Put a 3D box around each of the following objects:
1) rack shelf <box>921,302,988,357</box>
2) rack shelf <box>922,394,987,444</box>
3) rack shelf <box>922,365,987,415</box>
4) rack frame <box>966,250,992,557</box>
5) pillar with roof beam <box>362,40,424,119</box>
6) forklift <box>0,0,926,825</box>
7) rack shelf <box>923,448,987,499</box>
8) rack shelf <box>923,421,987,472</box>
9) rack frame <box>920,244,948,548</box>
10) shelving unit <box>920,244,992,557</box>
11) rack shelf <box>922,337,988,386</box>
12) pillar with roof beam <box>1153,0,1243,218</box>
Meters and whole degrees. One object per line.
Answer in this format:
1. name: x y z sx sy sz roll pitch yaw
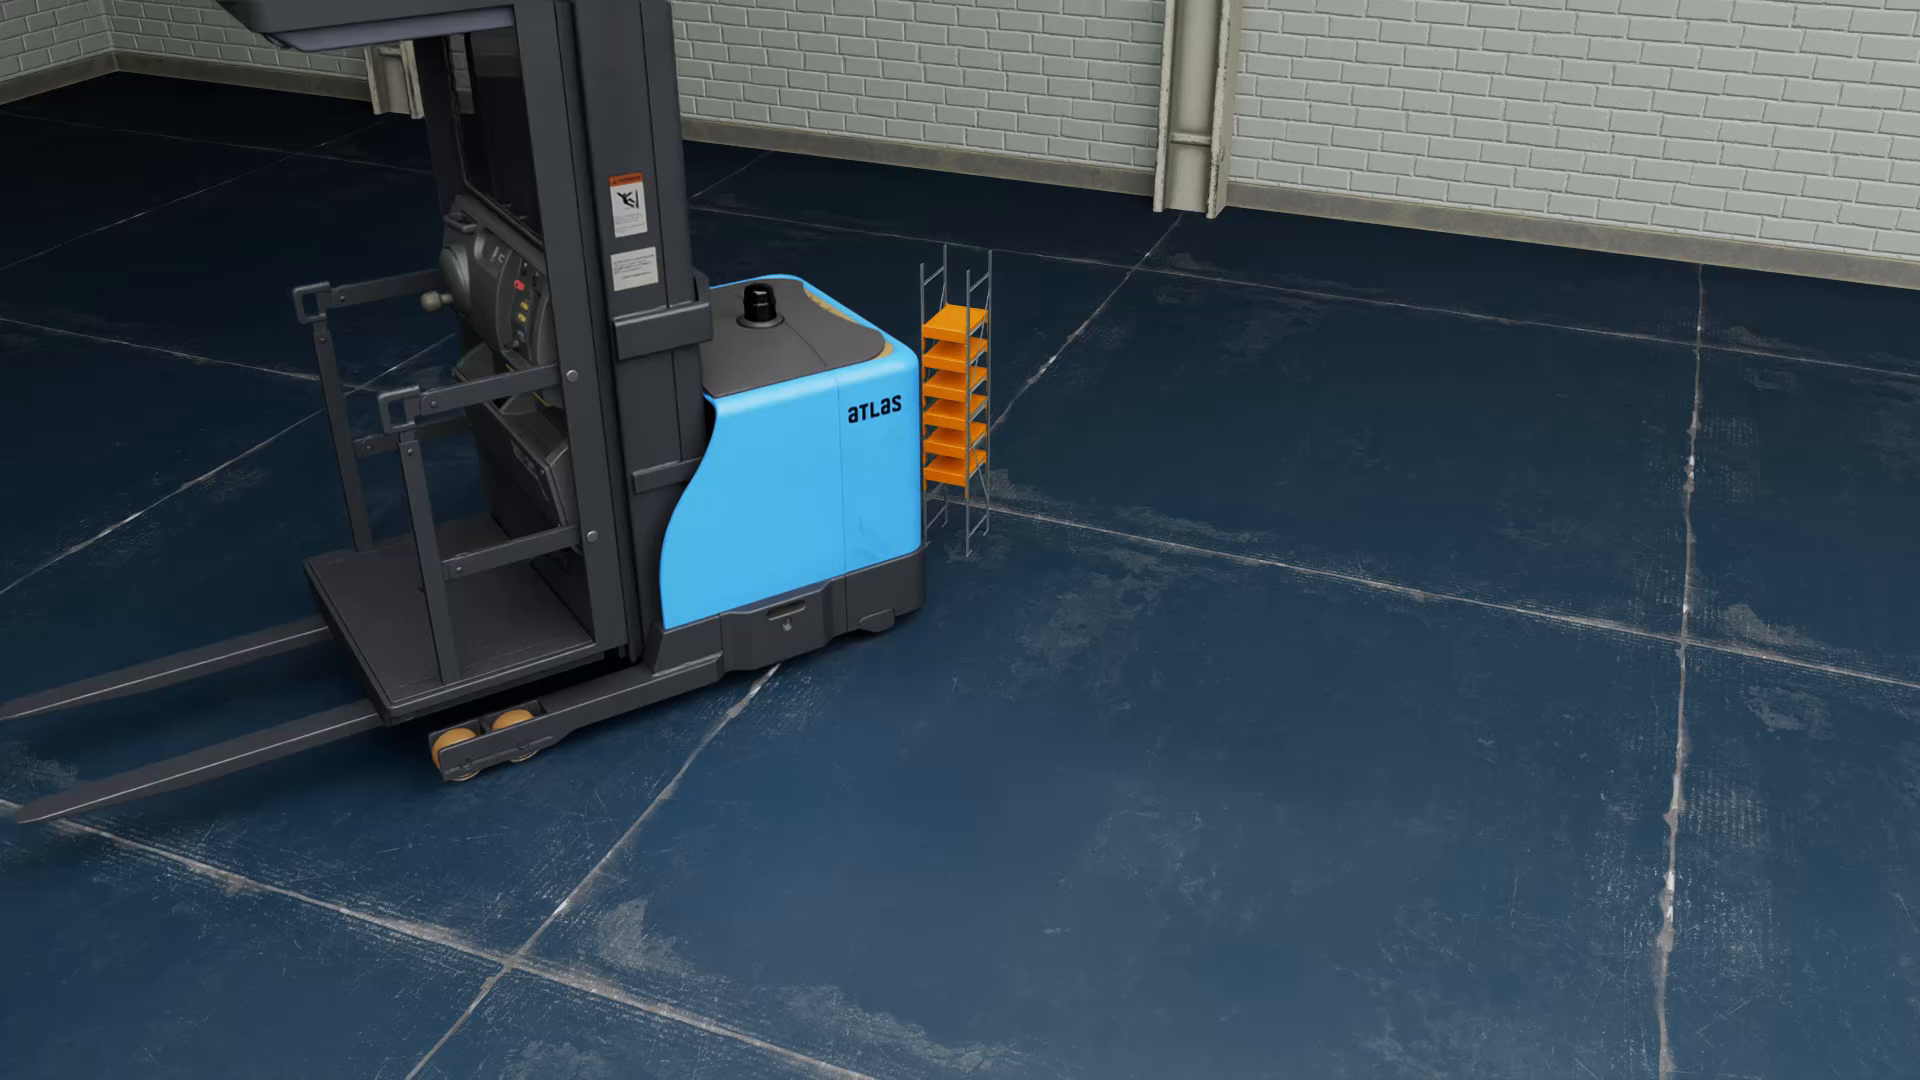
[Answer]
1. rack shelf: -0.013 -0.800 6.304 0.180 0.103 0.258 11 31 19
2. rack shelf: -0.013 -0.486 6.481 0.180 0.103 0.258 11 31 19
3. rack shelf: -0.013 -0.591 6.422 0.180 0.103 0.258 11 31 19
4. rack frame: 0.071 -0.508 6.430 0.006 1.200 0.240 11 31 19
5. pillar with roof beam: -5.735 -5.154 6.724 0.400 9.000 9.100 11 31 19
6. forklift: -1.646 -0.795 5.178 3.031 2.935 1.130 -17 34 -28
7. rack shelf: -0.013 -0.277 6.599 0.180 0.103 0.258 11 31 19
8. rack shelf: -0.013 -0.382 6.540 0.180 0.103 0.258 11 31 19
9. rack frame: -0.098 -0.542 6.489 0.006 1.200 0.240 11 31 19
10. shelving unit: -0.013 -0.525 6.459 0.189 1.200 0.258 11 31 19
11. rack shelf: -0.013 -0.695 6.363 0.180 0.103 0.258 11 31 19
12. pillar with roof beam: -0.175 -4.044 4.760 0.400 9.000 9.100 11 31 19
